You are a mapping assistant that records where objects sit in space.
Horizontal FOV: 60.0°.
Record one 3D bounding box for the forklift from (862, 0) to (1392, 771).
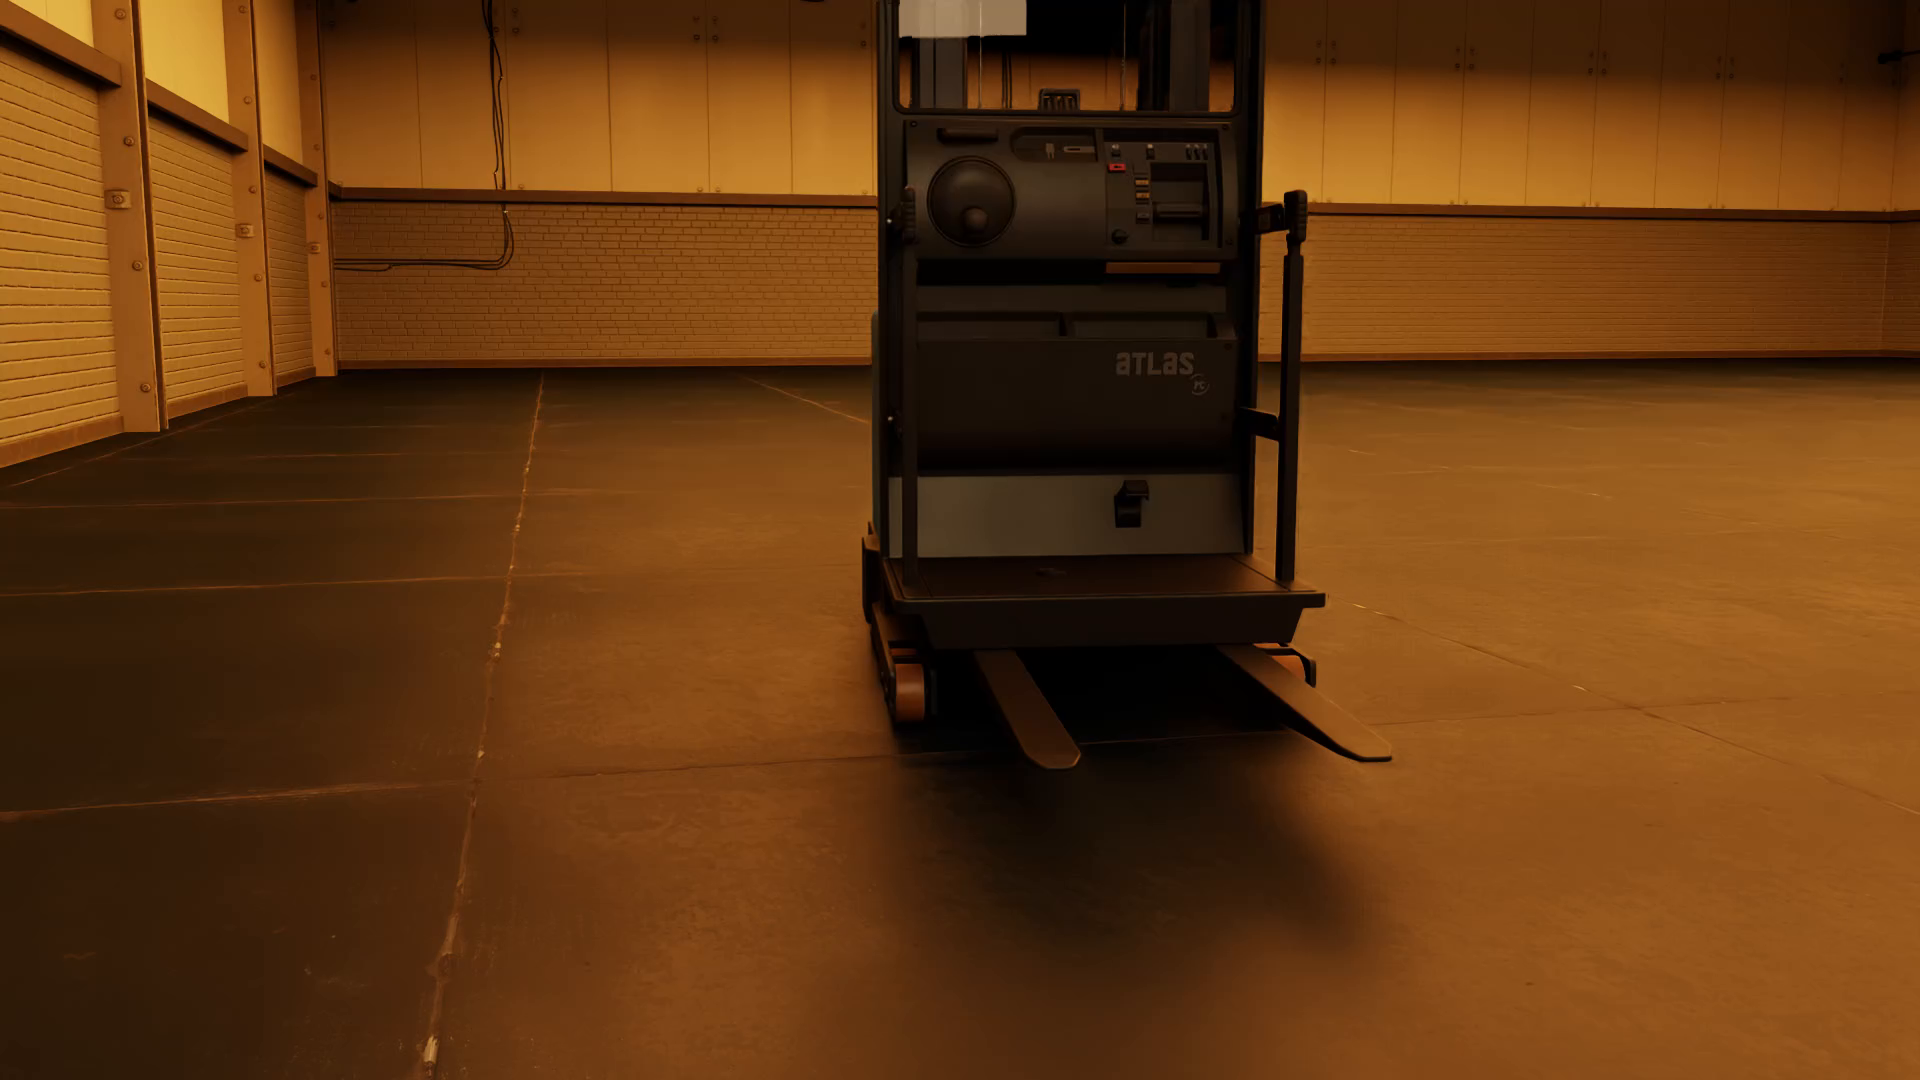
[{"bbox_3d":[0.336,-1.022,4.436,1.130,2.935,3.031,-1,8,-6],"label":"forklift"}]
